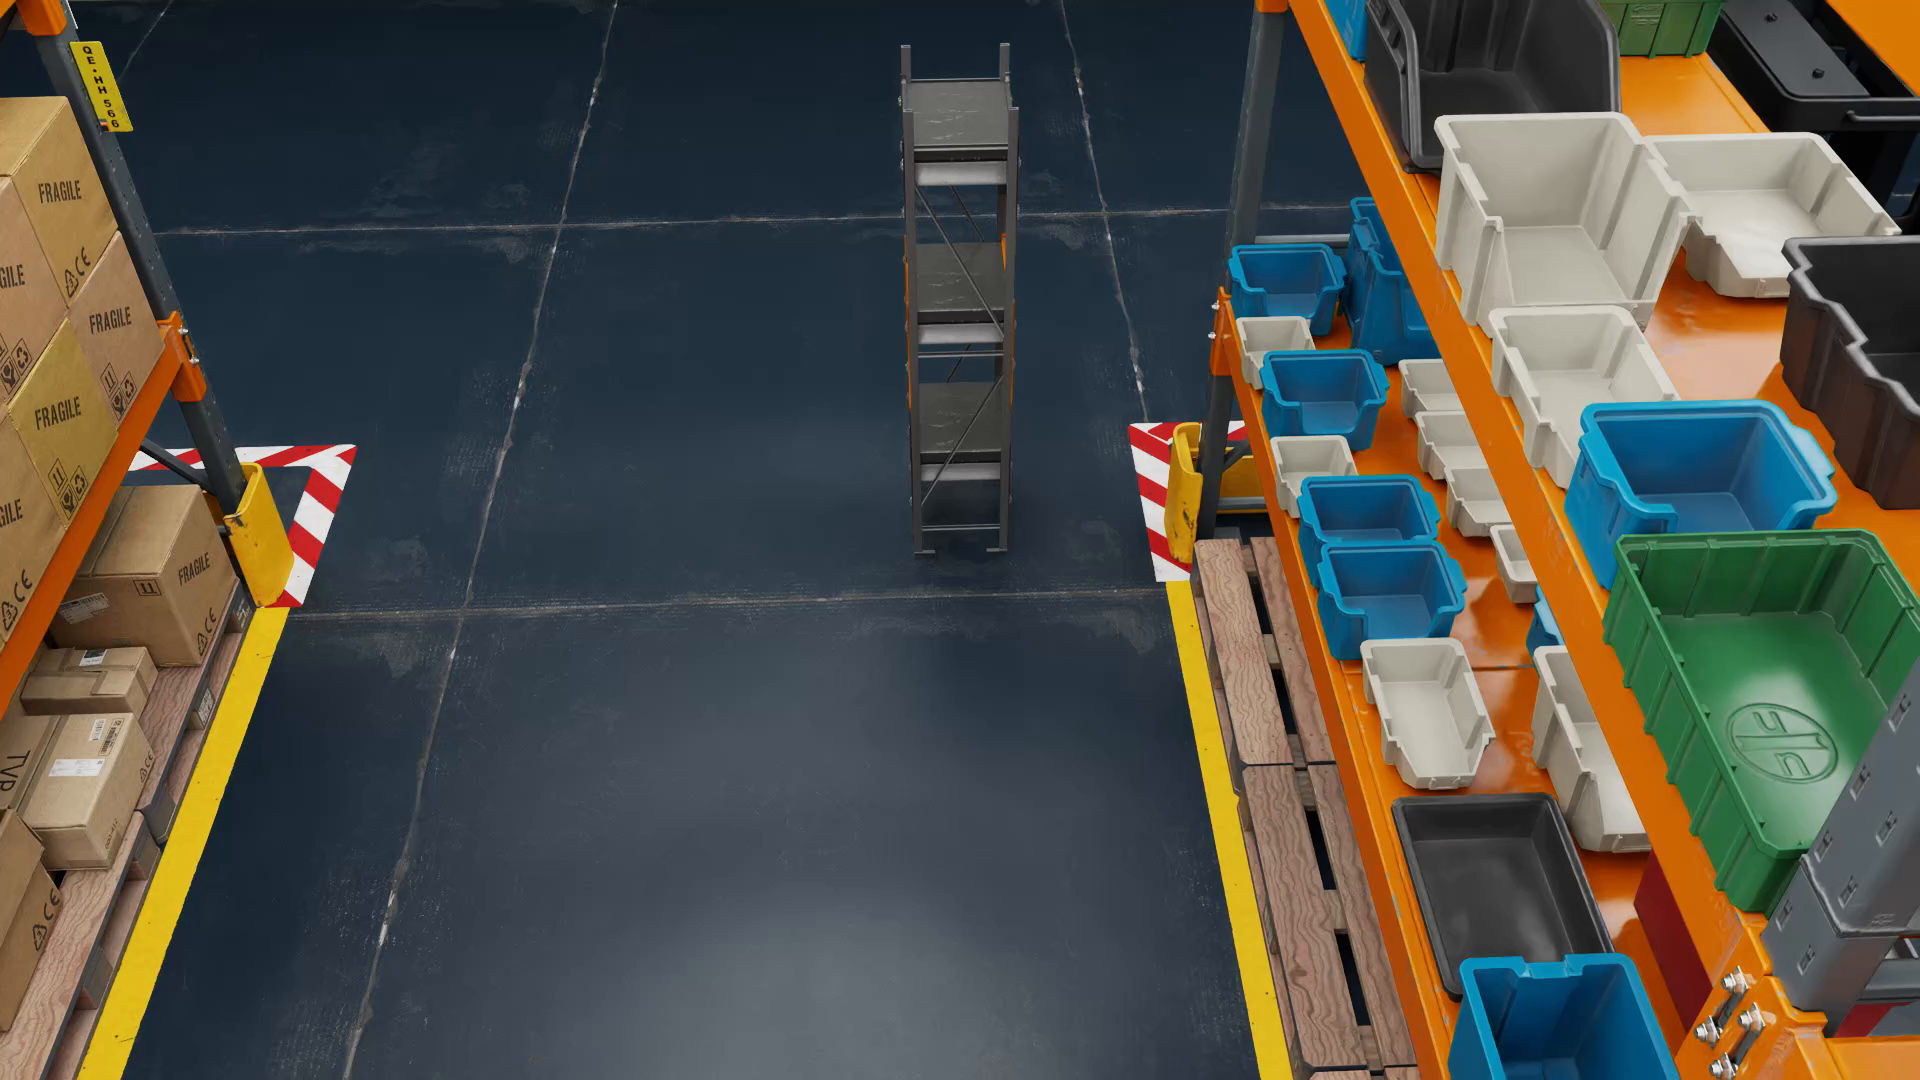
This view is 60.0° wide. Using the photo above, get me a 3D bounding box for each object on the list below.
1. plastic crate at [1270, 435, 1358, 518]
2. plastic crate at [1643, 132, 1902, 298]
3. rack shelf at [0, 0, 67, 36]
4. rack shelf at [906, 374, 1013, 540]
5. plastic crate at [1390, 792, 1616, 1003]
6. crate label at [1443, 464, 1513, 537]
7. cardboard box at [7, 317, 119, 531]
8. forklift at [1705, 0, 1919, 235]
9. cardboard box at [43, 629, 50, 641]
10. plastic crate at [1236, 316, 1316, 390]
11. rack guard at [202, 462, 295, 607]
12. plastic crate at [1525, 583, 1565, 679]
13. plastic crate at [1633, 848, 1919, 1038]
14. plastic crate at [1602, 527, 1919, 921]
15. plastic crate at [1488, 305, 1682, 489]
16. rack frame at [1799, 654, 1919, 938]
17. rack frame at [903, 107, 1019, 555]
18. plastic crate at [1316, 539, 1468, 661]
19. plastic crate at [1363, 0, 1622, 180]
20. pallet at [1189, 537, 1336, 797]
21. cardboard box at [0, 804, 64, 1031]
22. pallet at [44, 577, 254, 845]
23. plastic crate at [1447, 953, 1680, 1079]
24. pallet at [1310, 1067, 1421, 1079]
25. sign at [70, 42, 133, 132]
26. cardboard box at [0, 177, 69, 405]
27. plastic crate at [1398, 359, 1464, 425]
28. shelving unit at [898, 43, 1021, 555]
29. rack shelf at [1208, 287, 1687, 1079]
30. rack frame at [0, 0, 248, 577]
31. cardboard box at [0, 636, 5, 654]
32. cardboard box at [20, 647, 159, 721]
[{"bbox_3d":[1.144,-0.190,5.388,0.250,0.136,0.298,-2,43,-2],"label":"plastic crate"},{"bbox_3d":[1.838,-0.739,3.811,0.437,0.136,0.530,-2,43,-2],"label":"plastic crate"},{"bbox_3d":[-3.361,-0.469,3.854,1.077,0.370,4.000,-2,43,-2],"label":"rack shelf"},{"bbox_3d":[-0.007,-0.360,7.145,0.431,0.518,0.480,-2,43,-2],"label":"rack shelf"},{"bbox_3d":[1.357,0.914,4.193,0.437,0.125,0.590,-2,43,-2],"label":"plastic crate"},{"bbox_3d":[1.752,-0.114,5.306,0.396,0.136,0.243,-2,43,-2],"label":"crate label"},{"bbox_3d":[-3.130,-0.371,5.360,0.500,0.500,0.500,-1,43,-1],"label":"cardboard box"},{"bbox_3d":[3.033,-0.885,6.046,1.130,2.935,3.031,0,43,0],"label":"forklift"},{"bbox_3d":[-3.761,0.365,6.403,0.380,0.166,0.250,-2,43,-2],"label":"cardboard box"},{"bbox_3d":[1.115,-0.648,5.888,0.250,0.136,0.298,-2,43,-2],"label":"plastic crate"},{"bbox_3d":[-3.443,-0.006,6.886,1.175,0.500,0.348,-2,43,-2],"label":"rack guard"},{"bbox_3d":[1.846,0.301,4.782,0.416,0.233,0.300,-2,43,-2],"label":"plastic crate"},{"bbox_3d":[1.885,0.927,3.927,0.402,0.464,0.583,-2,43,-2],"label":"plastic crate"},{"bbox_3d":[1.353,0.277,2.665,0.450,0.188,0.662,-2,43,-2],"label":"plastic crate"},{"bbox_3d":[1.238,-0.274,3.304,0.293,0.136,0.466,-2,43,-2],"label":"plastic crate"},{"bbox_3d":[1.673,-0.629,1.277,1.000,3.000,0.127,-2,43,-2],"label":"rack frame"},{"bbox_3d":[0.003,-0.721,6.483,0.400,2.100,0.015,-2,43,-2],"label":"rack frame"},{"bbox_3d":[1.253,0.189,4.903,0.416,0.233,0.300,-2,43,-2],"label":"plastic crate"},{"bbox_3d":[1.293,-1.162,4.124,0.504,0.338,0.767,-2,43,-2],"label":"plastic crate"},{"bbox_3d":[1.499,0.468,6.584,1.003,0.211,1.213,-2,43,-2],"label":"pallet"},{"bbox_3d":[-3.361,1.212,5.230,0.797,0.503,0.637,-2,43,-2],"label":"cardboard box"},{"bbox_3d":[-3.408,0.639,6.397,1.003,0.211,1.213,-2,43,-2],"label":"pallet"},{"bbox_3d":[1.312,1.261,3.622,0.392,0.384,0.575,-2,43,-2],"label":"plastic crate"},{"bbox_3d":[1.603,2.115,4.786,1.003,0.211,1.213,-2,43,-2],"label":"pallet"},{"bbox_3d":[-2.891,-1.524,5.602,0.100,0.325,0.005,-2,43,-2],"label":"sign"},{"bbox_3d":[-3.130,-0.750,5.035,0.500,0.500,0.500,-1,43,-1],"label":"cardboard box"},{"bbox_3d":[1.718,-0.498,5.724,0.396,0.136,0.243,-2,43,-2],"label":"plastic crate"},{"bbox_3d":[-0.007,-0.886,6.662,0.431,2.100,0.503,-2,43,-2],"label":"shelving unit"},{"bbox_3d":[1.588,0.497,5.020,1.077,0.370,4.000,-2,43,-2],"label":"rack shelf"},{"bbox_3d":[-3.446,-0.979,6.098,1.000,3.000,0.127,-2,43,-2],"label":"rack frame"},{"bbox_3d":[-3.093,0.306,4.622,0.500,0.500,0.500,-2,43,-2],"label":"cardboard box"},{"bbox_3d":[-3.250,0.540,6.212,0.380,0.166,0.250,-2,43,-2],"label":"cardboard box"}]
